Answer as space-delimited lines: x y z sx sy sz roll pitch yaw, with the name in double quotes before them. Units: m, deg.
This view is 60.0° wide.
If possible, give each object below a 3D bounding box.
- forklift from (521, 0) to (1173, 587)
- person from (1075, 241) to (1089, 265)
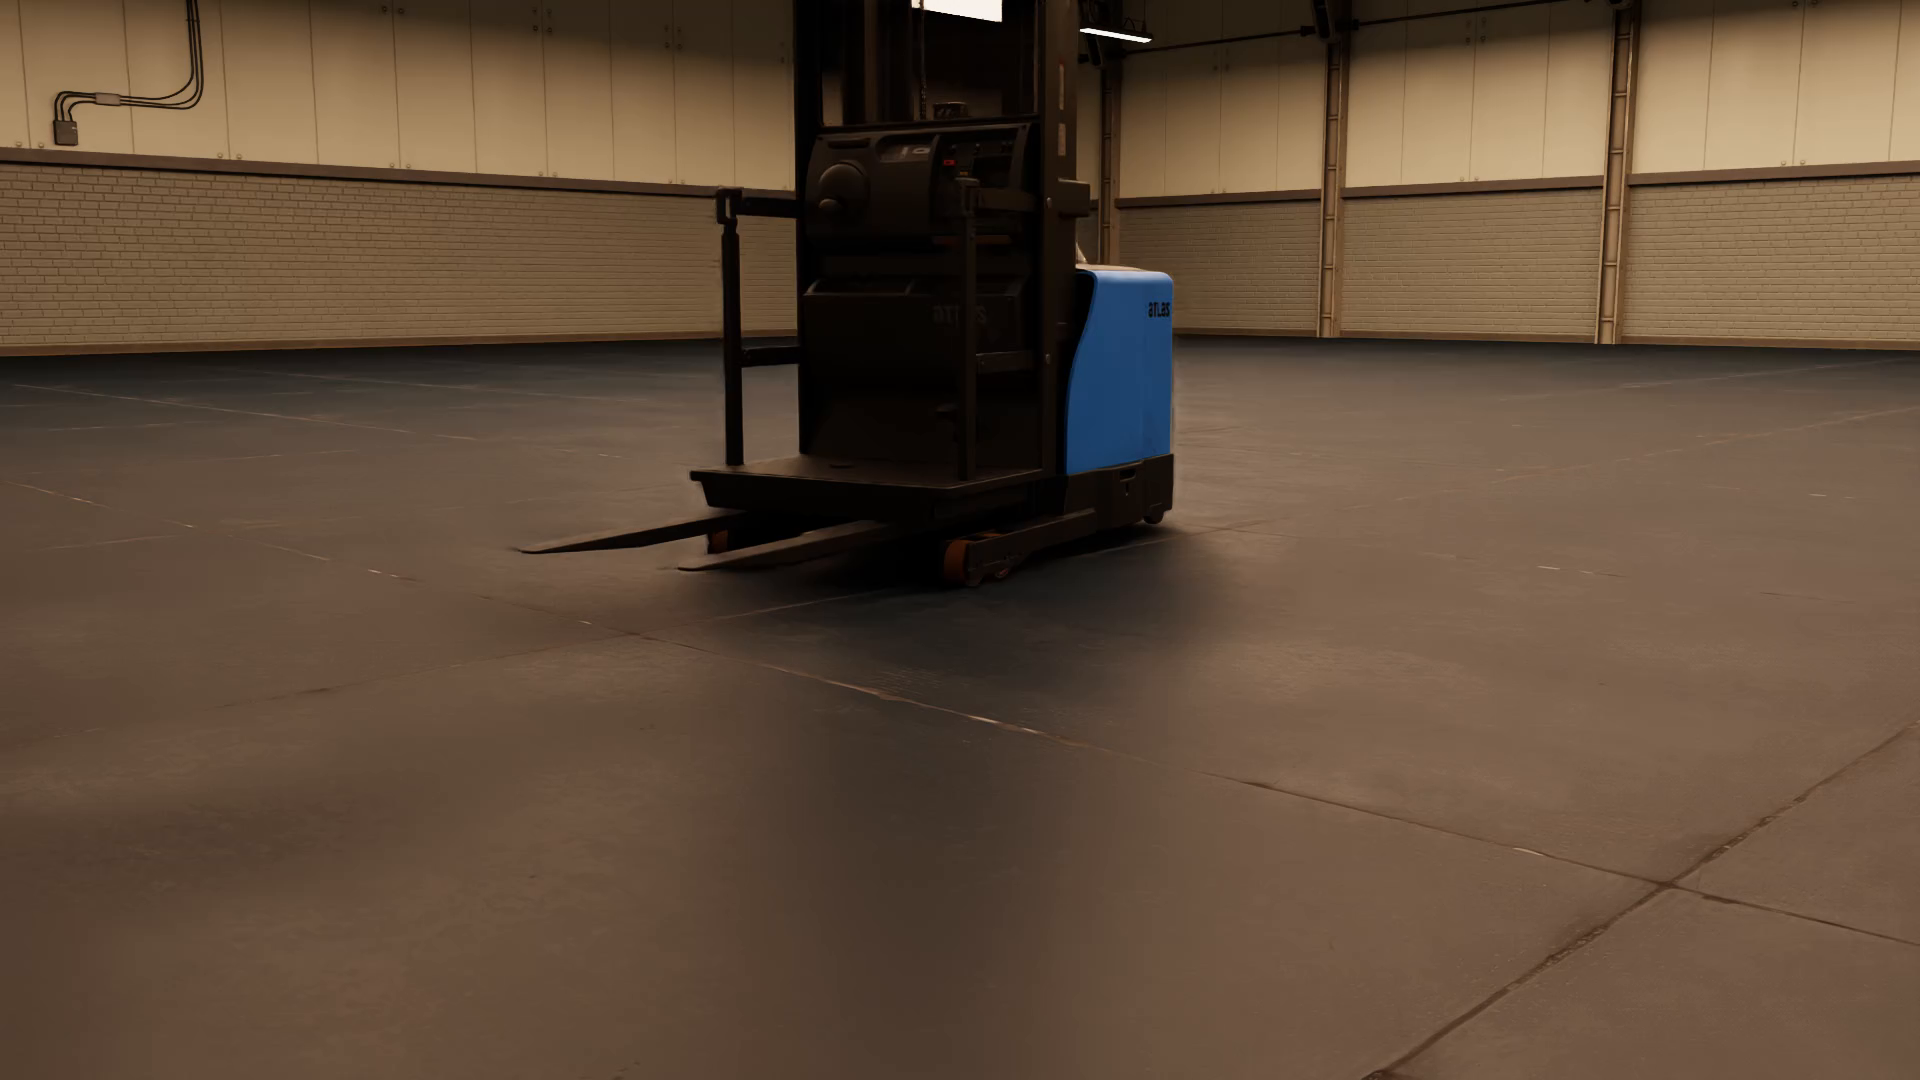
"forklift" -0.270 -1.366 5.942 1.130 2.935 3.031 5 10 30
"person" 0.448 -1.483 10.781 0.967 1.758 0.721 -4 9 -23
